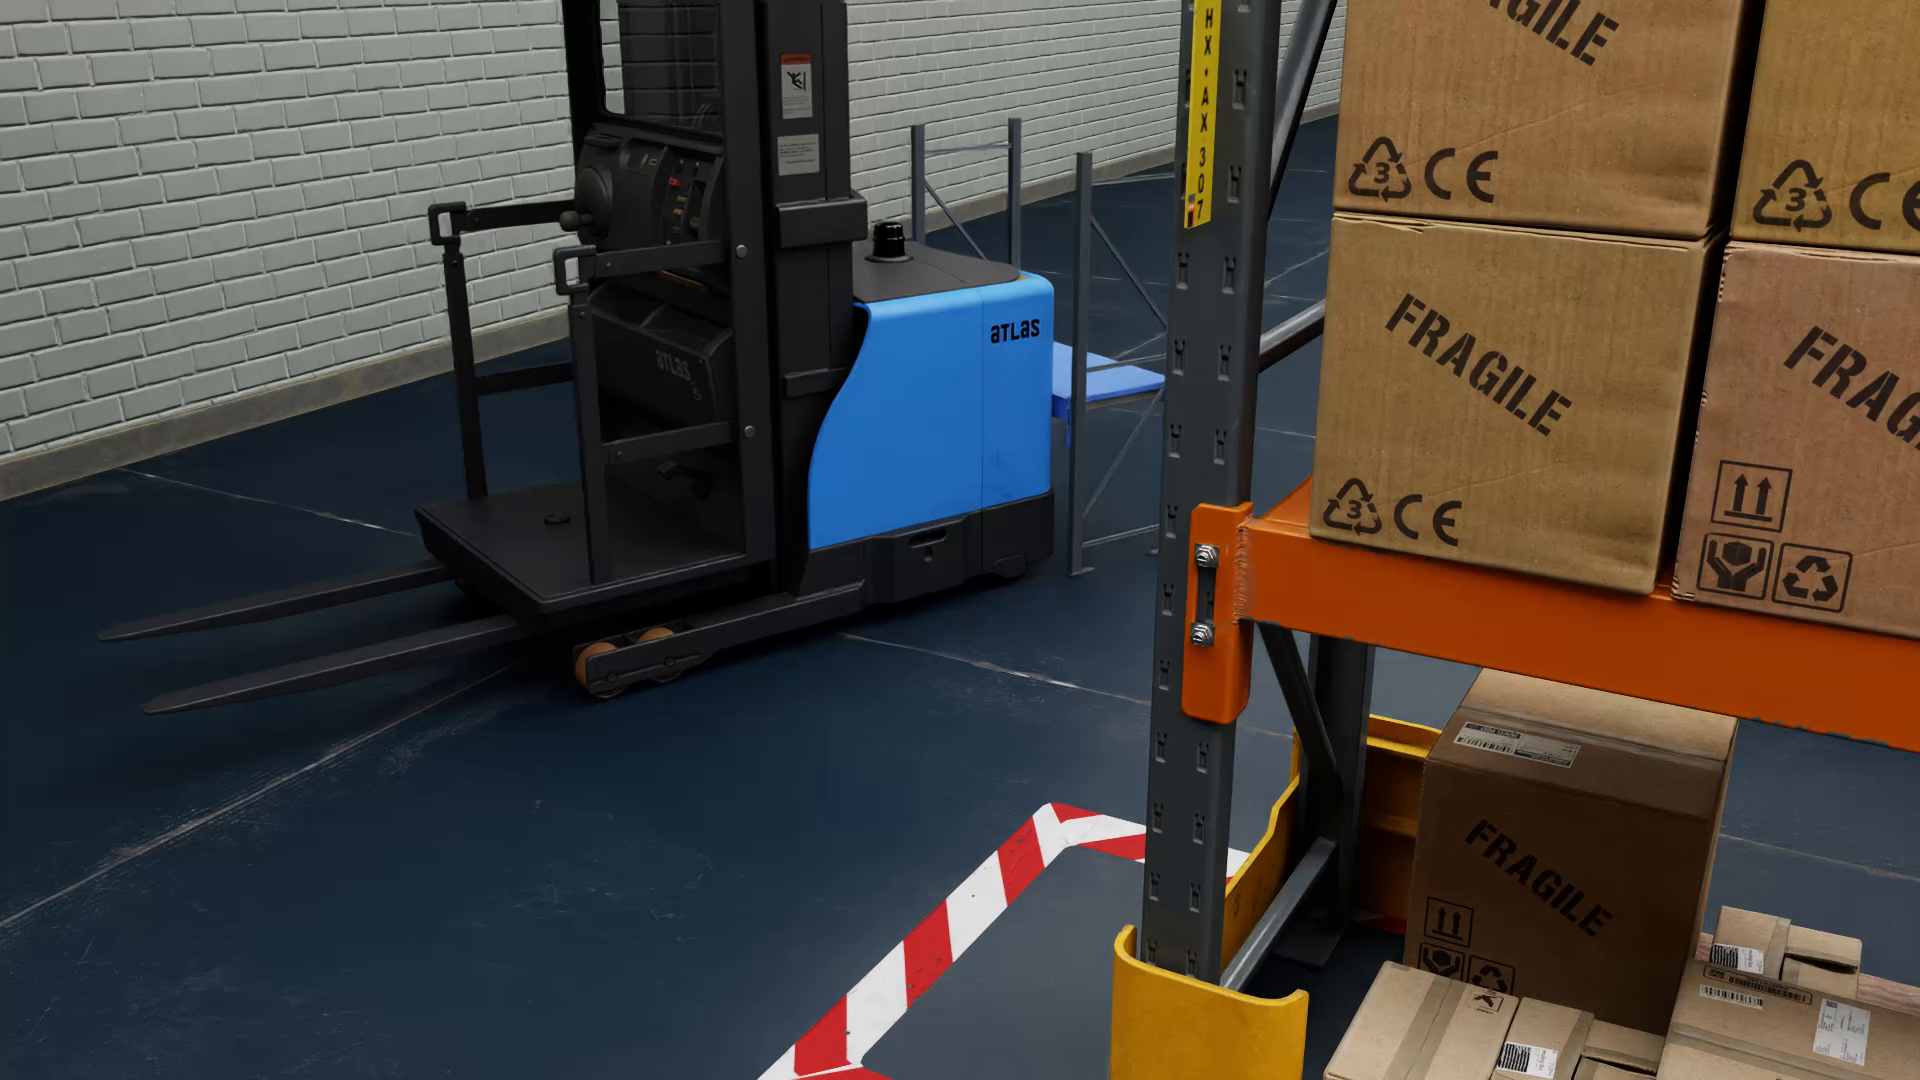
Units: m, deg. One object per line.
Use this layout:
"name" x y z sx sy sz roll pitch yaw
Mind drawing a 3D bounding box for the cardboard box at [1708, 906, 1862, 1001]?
"cardboard box" 1.521 0.862 3.099 0.250 0.166 0.380 11 23 27

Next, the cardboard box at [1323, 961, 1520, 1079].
"cardboard box" 0.815 0.931 2.934 0.250 0.149 0.380 11 23 27

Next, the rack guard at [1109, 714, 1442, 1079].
"rack guard" 0.683 0.814 3.388 0.348 0.500 1.175 11 23 27

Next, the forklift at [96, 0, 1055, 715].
"forklift" -1.149 -1.102 5.105 3.031 2.935 1.130 -14 24 -34

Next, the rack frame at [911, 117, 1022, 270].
"rack frame" 0.028 -0.911 6.678 0.500 1.500 0.032 -13 24 -32

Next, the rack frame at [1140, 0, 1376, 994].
"rack frame" 0.617 -0.374 2.997 0.127 3.000 1.000 11 23 27

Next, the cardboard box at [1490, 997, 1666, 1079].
"cardboard box" 1.033 0.965 2.817 0.250 0.166 0.380 11 23 27

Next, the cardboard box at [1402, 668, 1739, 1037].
"cardboard box" 1.212 0.611 3.301 0.500 0.500 0.500 11 23 27

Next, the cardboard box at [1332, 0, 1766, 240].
"cardboard box" 0.876 -0.739 2.390 0.500 0.500 0.500 12 23 29

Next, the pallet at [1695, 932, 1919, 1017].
"pallet" 1.380 1.082 3.073 1.213 0.211 1.003 11 23 27

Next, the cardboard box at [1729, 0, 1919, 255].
"cardboard box" 1.336 -0.654 2.156 0.500 0.500 0.500 11 23 28

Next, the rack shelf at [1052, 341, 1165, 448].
"rack shelf" 0.315 -0.599 6.344 0.538 0.185 1.000 -13 24 -32

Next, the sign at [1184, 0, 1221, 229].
"sign" 0.352 -0.619 2.404 0.005 0.325 0.100 11 23 27

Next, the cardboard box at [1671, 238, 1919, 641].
"cardboard box" 1.329 -0.184 2.328 0.500 0.500 0.500 11 22 27

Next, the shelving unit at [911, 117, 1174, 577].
"shelving unit" 0.315 -0.768 6.283 0.538 1.500 1.048 -13 24 -32

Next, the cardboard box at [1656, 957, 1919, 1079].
"cardboard box" 1.390 0.970 2.680 0.500 0.250 0.500 11 23 27

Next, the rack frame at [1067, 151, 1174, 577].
"rack frame" 0.602 -0.625 5.888 0.500 1.500 0.032 -13 24 -32

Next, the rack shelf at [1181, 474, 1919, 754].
"rack shelf" 2.363 0.297 2.203 4.000 0.370 1.077 11 23 27

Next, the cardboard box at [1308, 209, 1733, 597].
"cardboard box" 0.876 -0.269 2.560 0.500 0.500 0.500 11 23 28
